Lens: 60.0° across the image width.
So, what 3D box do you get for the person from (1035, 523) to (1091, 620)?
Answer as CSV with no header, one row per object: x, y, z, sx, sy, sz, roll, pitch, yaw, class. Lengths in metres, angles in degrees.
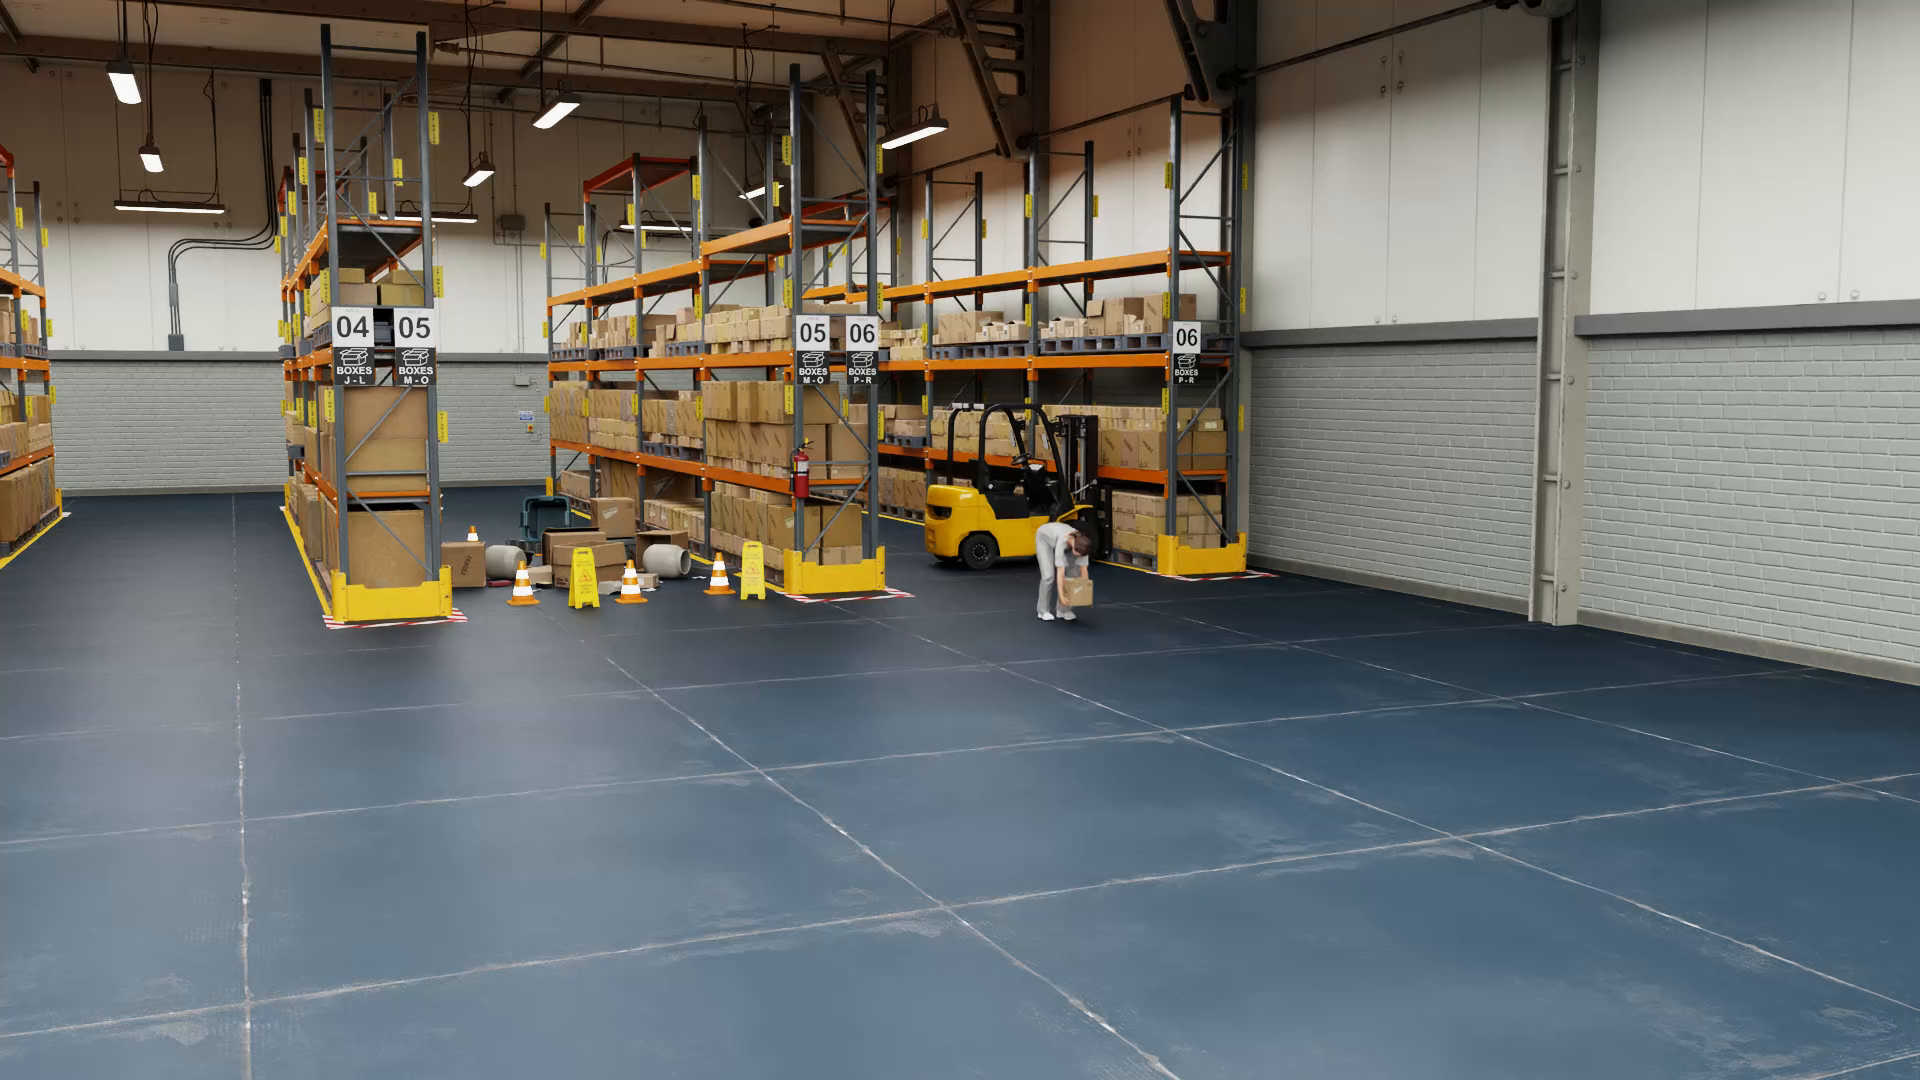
1.072,0.336,17.006,0.435,0.998,0.866,-3,6,-26,person
